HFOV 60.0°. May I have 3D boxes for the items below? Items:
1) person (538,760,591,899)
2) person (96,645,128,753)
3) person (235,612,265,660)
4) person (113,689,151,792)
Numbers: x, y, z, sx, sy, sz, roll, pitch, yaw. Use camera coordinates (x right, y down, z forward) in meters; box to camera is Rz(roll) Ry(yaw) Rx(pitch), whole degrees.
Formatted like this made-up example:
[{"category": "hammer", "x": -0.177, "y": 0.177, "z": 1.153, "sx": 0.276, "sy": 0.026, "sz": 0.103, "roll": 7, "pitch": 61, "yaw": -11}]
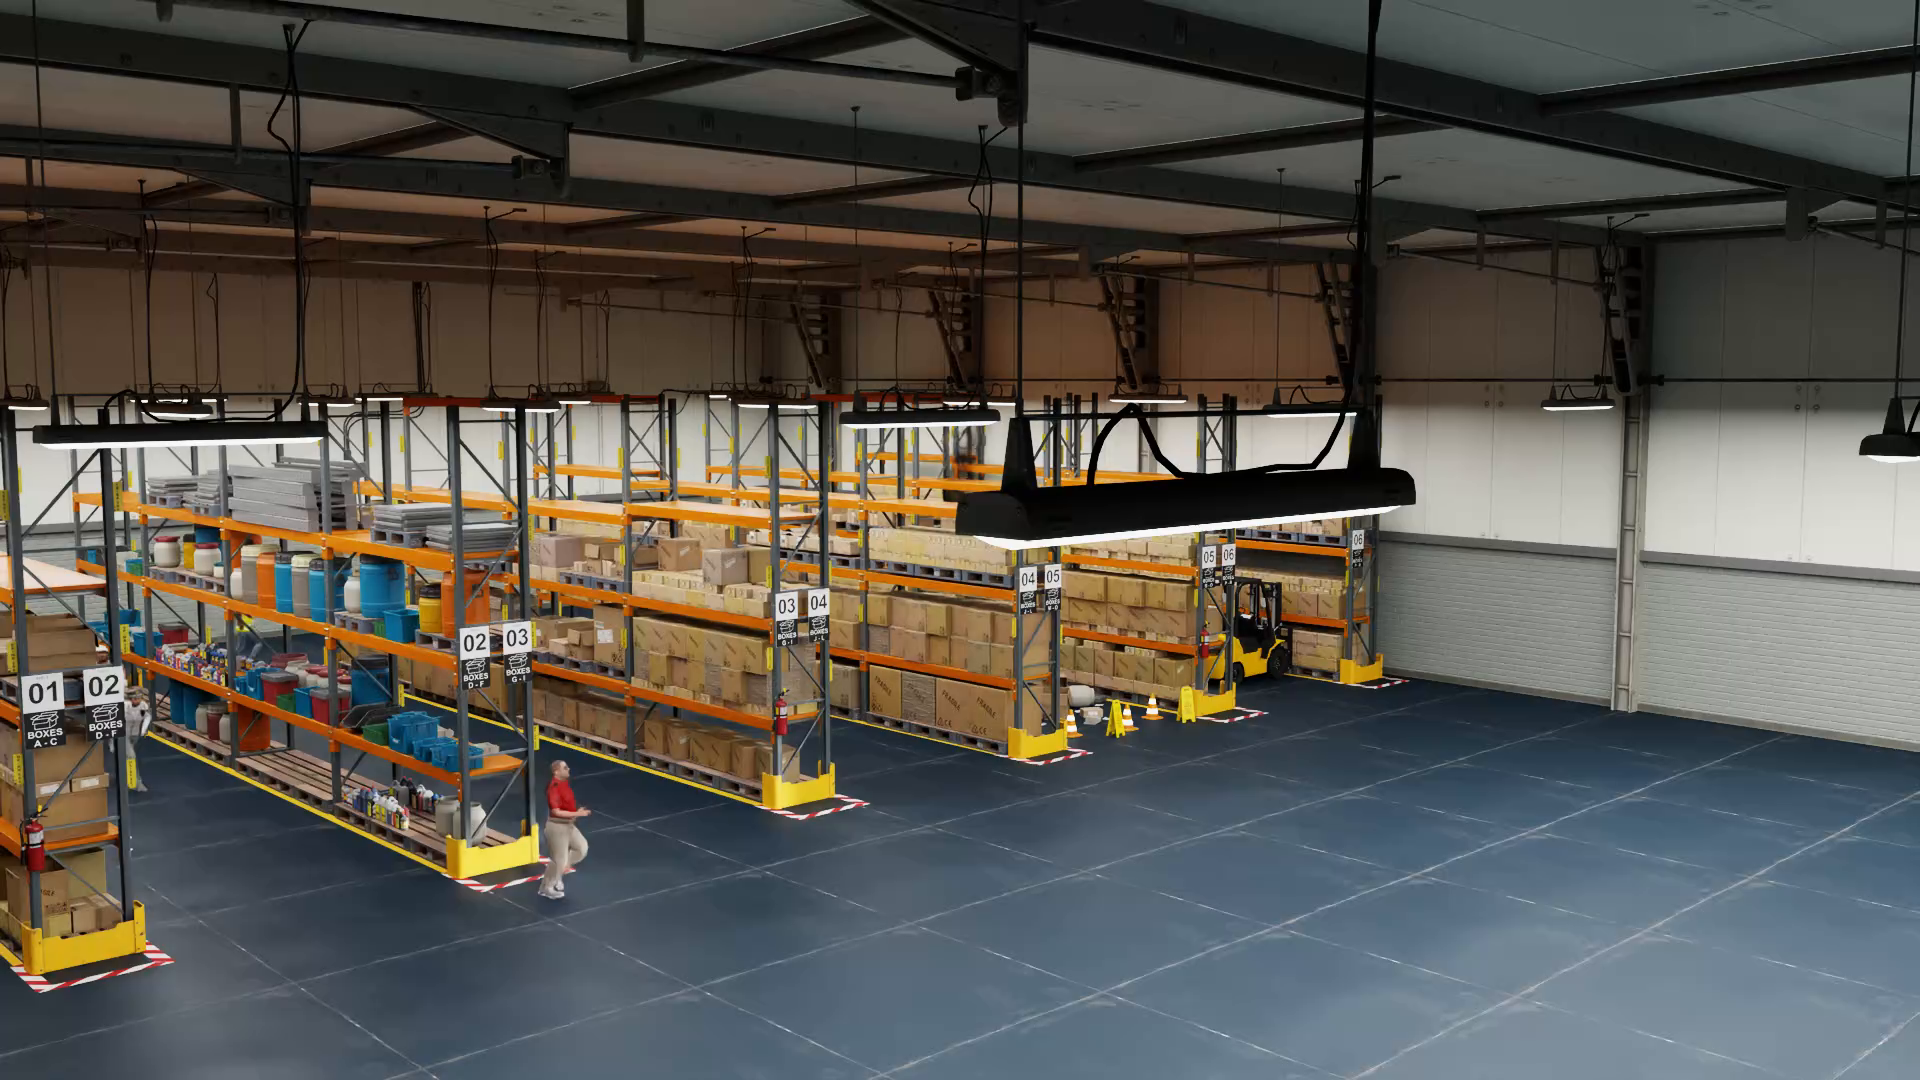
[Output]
[{"category": "person", "x": -4.823, "y": 3.517, "z": 20.300, "sx": 0.667, "sy": 1.693, "sz": 0.673, "roll": 0, "pitch": 6, "yaw": 1}, {"category": "person", "x": -14.651, "y": 2.686, "z": 28.513, "sx": 0.694, "sy": 1.820, "sz": 0.953, "roll": -3, "pitch": 6, "yaw": -30}, {"category": "person", "x": -15.481, "y": 1.987, "z": 36.056, "sx": 0.918, "sy": 1.717, "sz": 0.684, "roll": -4, "pitch": 7, "yaw": -36}, {"category": "person", "x": -12.927, "y": 3.071, "z": 25.786, "sx": 0.968, "sy": 1.628, "sz": 0.655, "roll": 5, "pitch": 7, "yaw": 42}]
